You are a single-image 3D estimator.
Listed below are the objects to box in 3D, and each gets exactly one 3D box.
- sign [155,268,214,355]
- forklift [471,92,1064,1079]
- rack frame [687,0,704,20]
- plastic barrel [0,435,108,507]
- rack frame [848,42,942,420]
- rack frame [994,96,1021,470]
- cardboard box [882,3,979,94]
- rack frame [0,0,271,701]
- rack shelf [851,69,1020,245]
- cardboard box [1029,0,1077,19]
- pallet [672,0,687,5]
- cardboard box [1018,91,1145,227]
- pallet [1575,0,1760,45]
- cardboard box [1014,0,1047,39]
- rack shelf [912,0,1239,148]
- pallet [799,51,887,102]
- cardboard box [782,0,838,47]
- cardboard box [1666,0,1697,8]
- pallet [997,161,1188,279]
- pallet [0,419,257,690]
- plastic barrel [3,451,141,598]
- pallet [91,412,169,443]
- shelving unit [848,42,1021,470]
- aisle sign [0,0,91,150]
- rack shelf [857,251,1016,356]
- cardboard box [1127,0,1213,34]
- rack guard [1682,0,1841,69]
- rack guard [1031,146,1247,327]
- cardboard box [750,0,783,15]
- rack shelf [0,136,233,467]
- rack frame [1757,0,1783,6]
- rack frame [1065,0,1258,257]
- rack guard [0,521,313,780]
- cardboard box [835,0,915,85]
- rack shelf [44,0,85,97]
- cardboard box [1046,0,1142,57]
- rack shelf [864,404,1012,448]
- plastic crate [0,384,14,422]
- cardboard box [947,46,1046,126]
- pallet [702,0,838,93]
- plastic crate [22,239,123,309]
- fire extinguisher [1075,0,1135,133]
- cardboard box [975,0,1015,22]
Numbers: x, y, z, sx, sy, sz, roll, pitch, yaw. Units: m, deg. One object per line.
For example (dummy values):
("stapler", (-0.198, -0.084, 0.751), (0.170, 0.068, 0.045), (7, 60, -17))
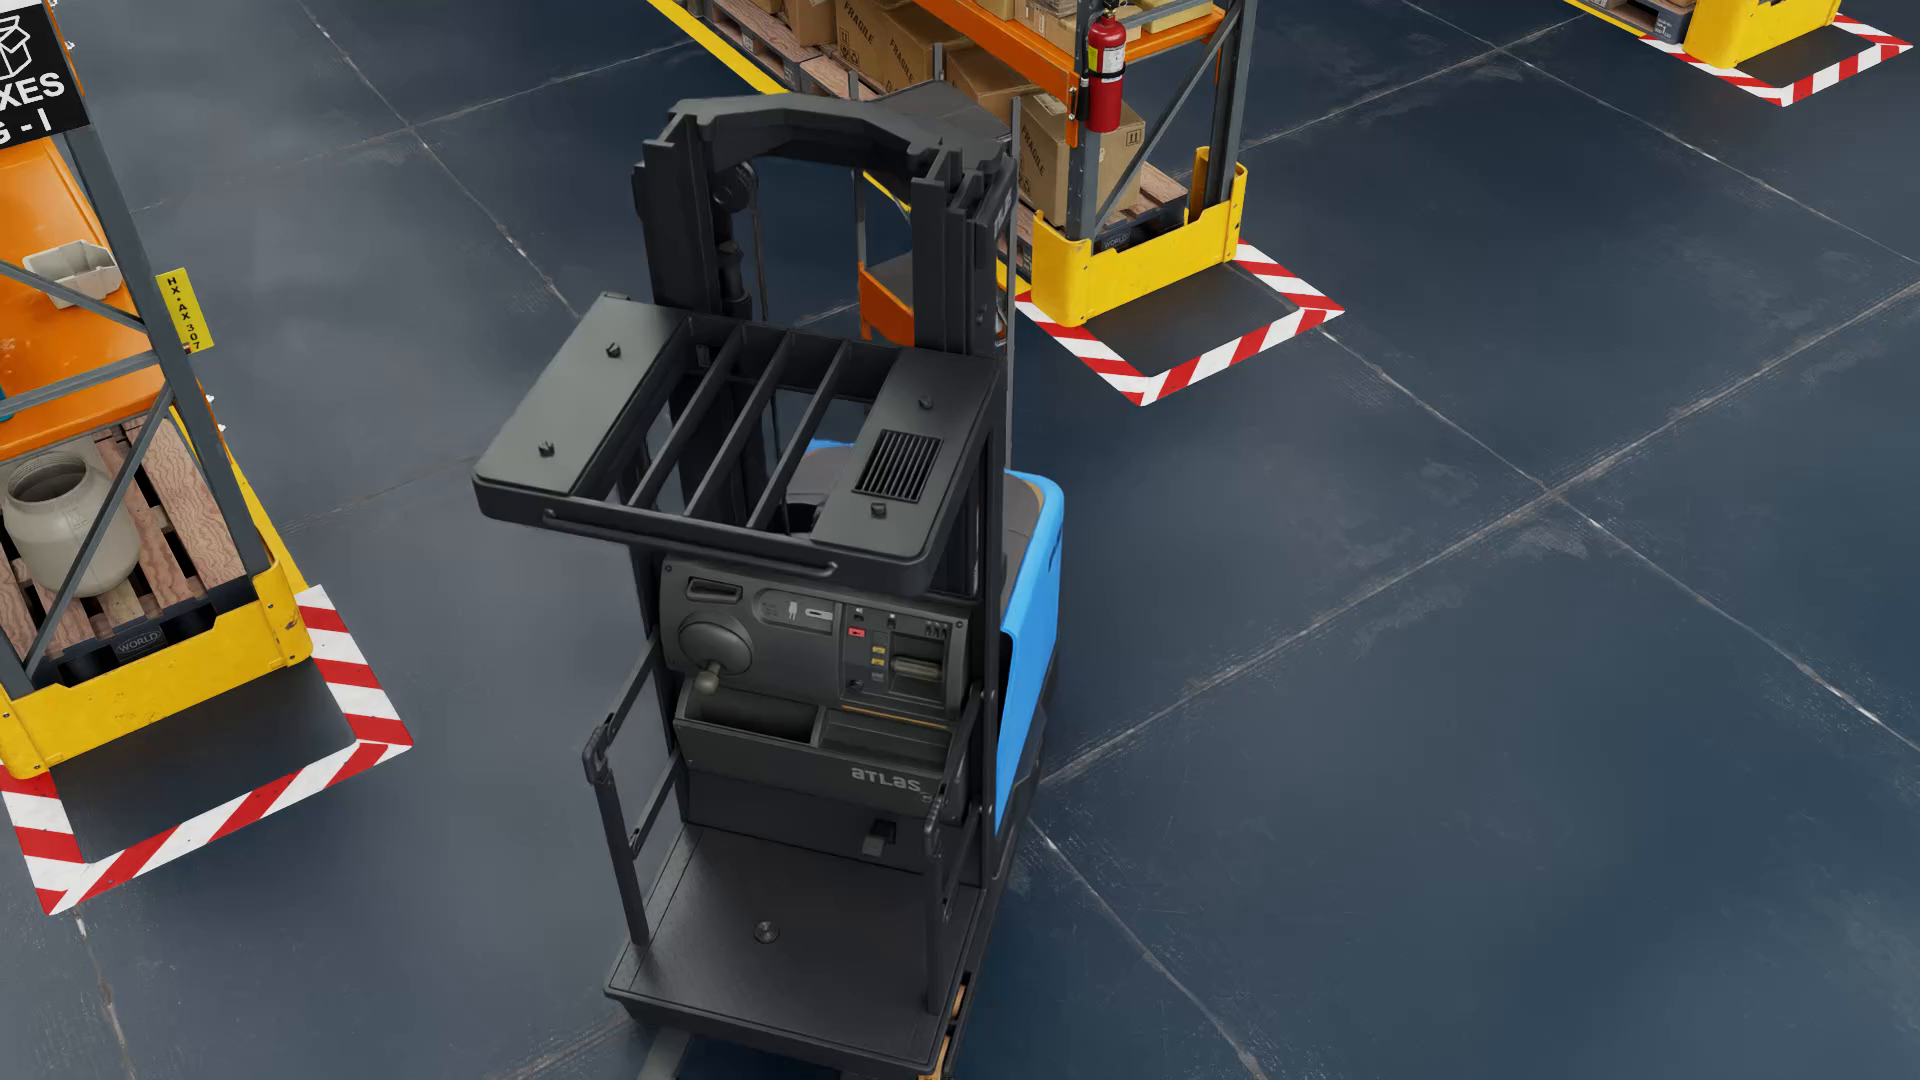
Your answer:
("sign", (-2.650, -0.779, 5.684), (0.100, 0.325, 0.005), (-26, 49, -24))
("forklift", (-0.487, 0.396, 4.704), (1.130, 2.935, 3.031), (10, 45, 11))
("rack frame", (-1.330, -4.686, 9.978), (1.000, 3.000, 0.127), (-26, 49, -24))
("plastic barrel", (-3.830, -0.343, 6.925), (0.421, 0.512, 0.421), (0, 44, 0))
("rack frame", (-0.234, -0.991, 6.759), (0.400, 2.100, 0.015), (-26, 49, -24))
("rack frame", (0.045, -0.715, 6.469), (0.400, 2.100, 0.015), (-26, 49, -24))
("cardboard box", (-0.098, -2.716, 9.420), (0.500, 0.500, 0.500), (-21, 48, -21))
("rack frame", (-3.104, -0.464, 5.555), (1.000, 3.000, 0.127), (-26, 49, -24))
("rack shelf", (-0.095, -1.350, 6.140), (0.431, 0.518, 0.480), (-26, 49, -24))
("cardboard box", (0.666, -2.887, 7.805), (0.875, 0.500, 0.500), (-26, 49, -24))
("pallet", (-1.777, -4.118, 11.402), (1.003, 0.211, 1.213), (-26, 49, -24))
("cardboard box", (0.615, -2.029, 8.700), (0.500, 0.500, 0.500), (-17, 46, -17))
("pallet", (4.563, -3.736, 11.002), (1.003, 0.211, 1.213), (-26, 49, -24))
("cardboard box", (0.483, -2.552, 7.924), (0.380, 0.149, 0.250), (-26, 49, -24))
("rack shelf", (-0.186, -3.293, 9.039), (1.077, 0.370, 4.000), (-26, 49, -24))
("pallet", (-0.215, -2.620, 9.832), (1.003, 0.211, 1.213), (-26, 49, -24))
("cardboard box", (-0.800, -3.370, 10.105), (0.500, 0.500, 0.500), (-12, 45, -12))
("cardboard box", (4.642, -4.064, 10.561), (0.875, 0.875, 0.875), (-25, 49, -24))
("pallet", (0.479, -1.929, 9.109), (1.003, 0.211, 1.213), (-26, 49, -24))
("pallet", (-3.647, 0.058, 7.028), (1.003, 0.211, 1.213), (-26, 49, -24))
("plastic barrel", (-3.543, -0.059, 6.628), (0.421, 0.512, 0.421), (0, 44, 0))
("pallet", (-4.340, -0.633, 7.751), (1.003, 0.211, 1.213), (-26, 49, -24))
("shelving unit", (-0.095, -0.853, 6.614), (0.431, 2.100, 0.503), (-26, 49, -24))
("aisle sign", (-2.823, -1.480, 4.736), (0.394, 0.787, 0.004), (-26, 49, -24))
("rack shelf", (-0.095, -0.843, 6.624), (0.431, 0.518, 0.480), (-26, 49, -24))
("cardboard box", (0.991, -2.586, 7.959), (0.380, 0.149, 0.250), (-26, 49, -24))
("rack guard", (5.098, -3.405, 10.446), (1.175, 0.500, 0.348), (-26, 49, -24))
("rack guard", (0.915, -1.560, 8.513), (1.175, 0.500, 0.348), (-26, 49, -24))
("cardboard box", (-1.134, -3.692, 10.442), (0.500, 0.500, 0.500), (-27, 50, -26))
("rack shelf", (-4.248, -1.337, 6.990), (1.077, 0.370, 4.000), (-26, 49, -24))
("rack frame", (5.084, -4.323, 9.597), (1.000, 3.000, 0.127), (-26, 49, -24))
("rack frame", (0.958, -2.421, 7.605), (1.000, 3.000, 0.127), (-26, 49, -24))
("rack guard", (-3.186, 0.415, 6.444), (1.175, 0.500, 0.348), (-26, 49, -24))
("cardboard box", (-0.381, -3.050, 9.769), (0.500, 0.500, 0.500), (-30, 51, -28))
("rack shelf", (-4.248, -2.422, 5.954), (1.077, 0.370, 4.000), (-26, 49, -24))
("cardboard box", (0.626, -2.410, 7.775), (0.380, 0.149, 0.250), (-26, 49, -24))
("rack shelf", (-0.095, -0.337, 7.107), (0.431, 0.518, 0.480), (-26, 49, -24))
("plastic crate", (-3.636, -0.576, 5.779), (0.499, 0.251, 0.616), (-26, 49, -24))
("cardboard box", (0.245, -2.354, 9.041), (0.500, 0.500, 0.500), (-14, 45, -14))
("pallet", (-0.917, -3.311, 10.557), (1.003, 0.211, 1.213), (-26, 49, -24))
("plastic crate", (-3.352, -1.003, 6.310), (0.298, 0.136, 0.250), (-26, 49, -24))
("fire extinguisher", (0.646, -2.146, 7.373), (0.296, 0.674, 0.183), (-26, 49, -24))
("cardboard box", (0.298, -2.673, 8.051), (0.380, 0.149, 0.250), (-26, 49, -24))
